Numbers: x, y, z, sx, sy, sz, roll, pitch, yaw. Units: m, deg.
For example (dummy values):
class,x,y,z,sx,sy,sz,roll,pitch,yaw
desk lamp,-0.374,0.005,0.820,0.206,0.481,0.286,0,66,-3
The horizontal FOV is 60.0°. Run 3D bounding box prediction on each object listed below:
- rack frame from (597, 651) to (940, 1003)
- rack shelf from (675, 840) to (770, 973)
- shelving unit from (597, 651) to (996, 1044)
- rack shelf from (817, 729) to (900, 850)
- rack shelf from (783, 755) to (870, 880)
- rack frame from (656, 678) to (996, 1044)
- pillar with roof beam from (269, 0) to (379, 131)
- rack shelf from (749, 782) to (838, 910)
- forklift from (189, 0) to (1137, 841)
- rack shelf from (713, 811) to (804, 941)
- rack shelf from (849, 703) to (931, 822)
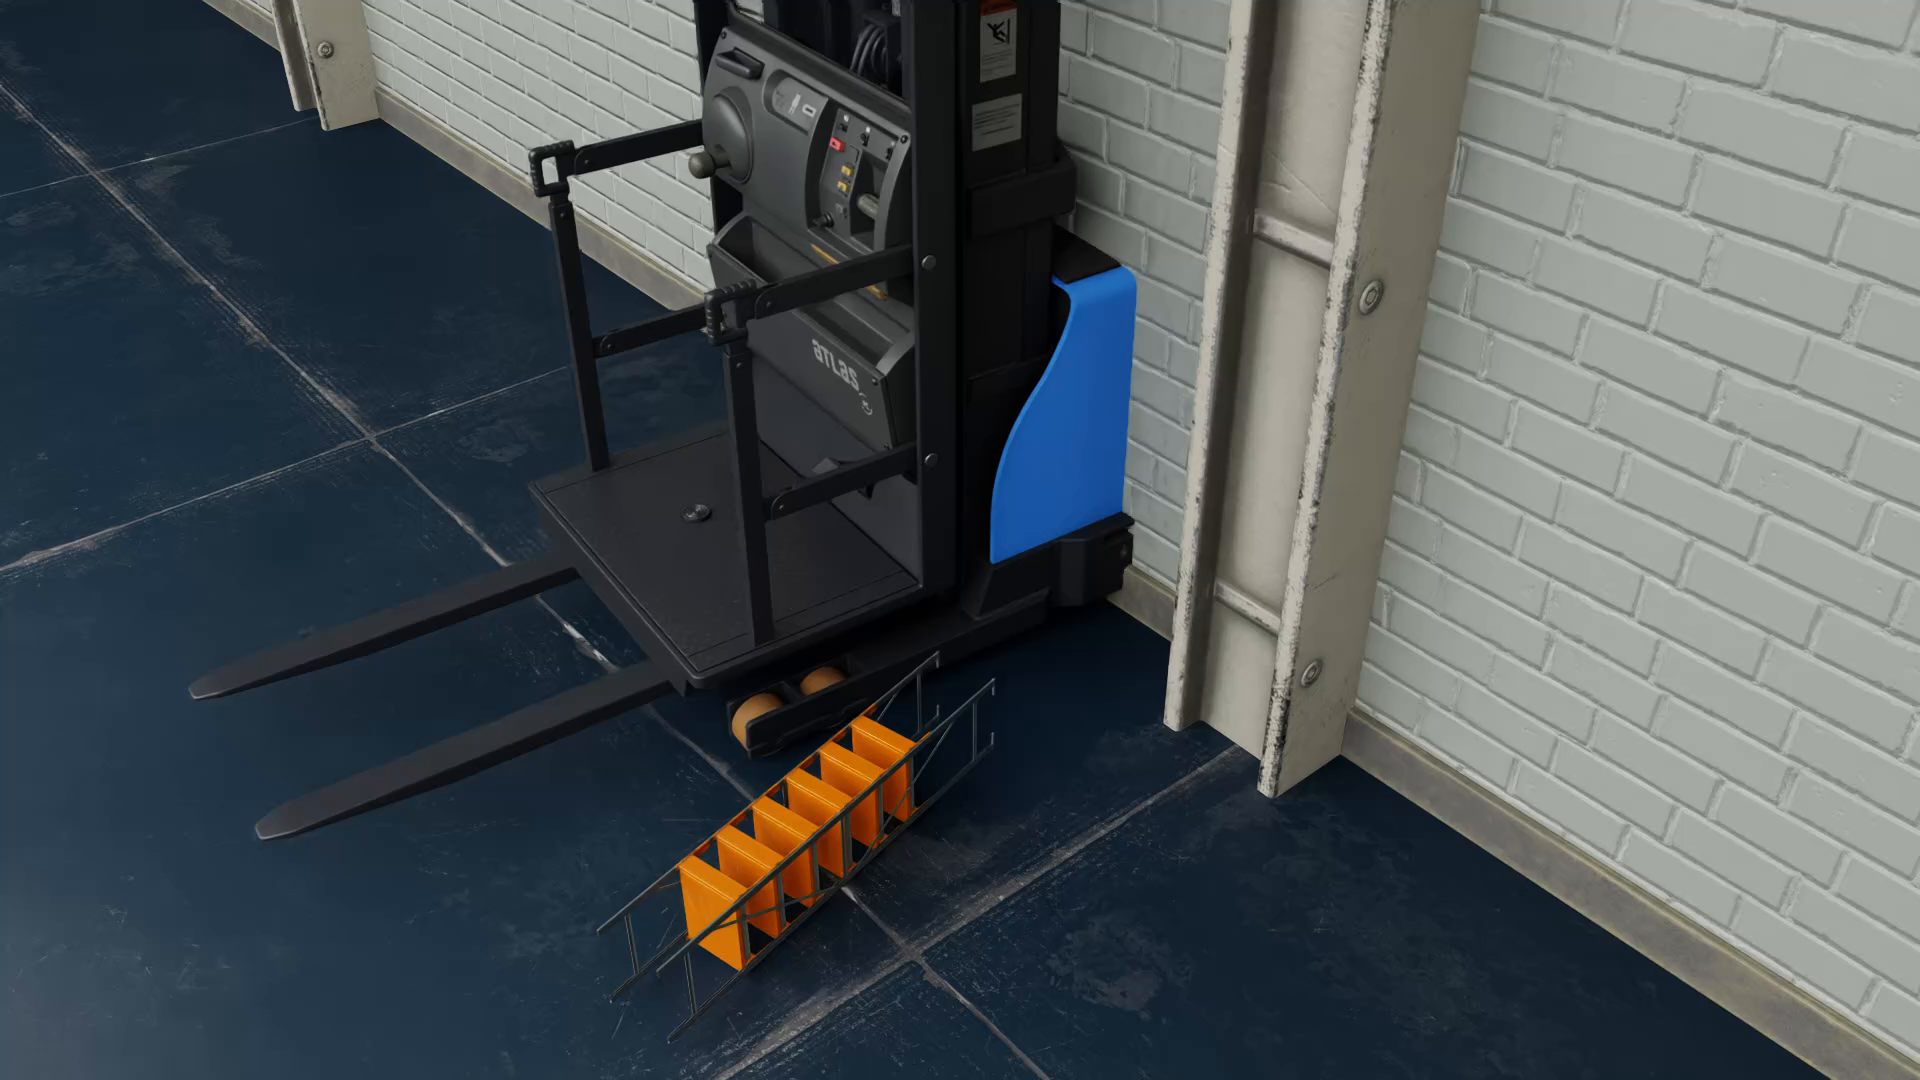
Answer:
class,x,y,z,sx,sy,sz,roll,pitch,yaw
rack frame,-0.420,0.666,4.055,0.006,0.240,1.200,24,42,30
rack shelf,-0.539,0.843,3.805,0.180,0.258,0.103,24,42,30
shelving unit,-0.347,0.698,4.010,0.189,0.258,1.200,24,42,30
rack shelf,-0.248,0.622,4.116,0.180,0.258,0.103,24,42,30
rack shelf,-0.320,0.678,4.039,0.180,0.258,0.103,24,42,30
rack frame,-0.274,0.730,3.965,0.006,0.240,1.200,24,42,30
pillar with roof beam,-6.363,-4.189,3.379,9.100,9.000,0.400,-26,43,-32
rack shelf,-0.393,0.733,3.961,0.180,0.258,0.103,24,42,30
forklift,-0.572,-0.969,4.082,3.031,2.935,1.130,-22,41,-28
rack shelf,-0.466,0.788,3.883,0.180,0.258,0.103,24,42,30
rack shelf,-0.175,0.567,4.194,0.180,0.258,0.103,24,42,30
